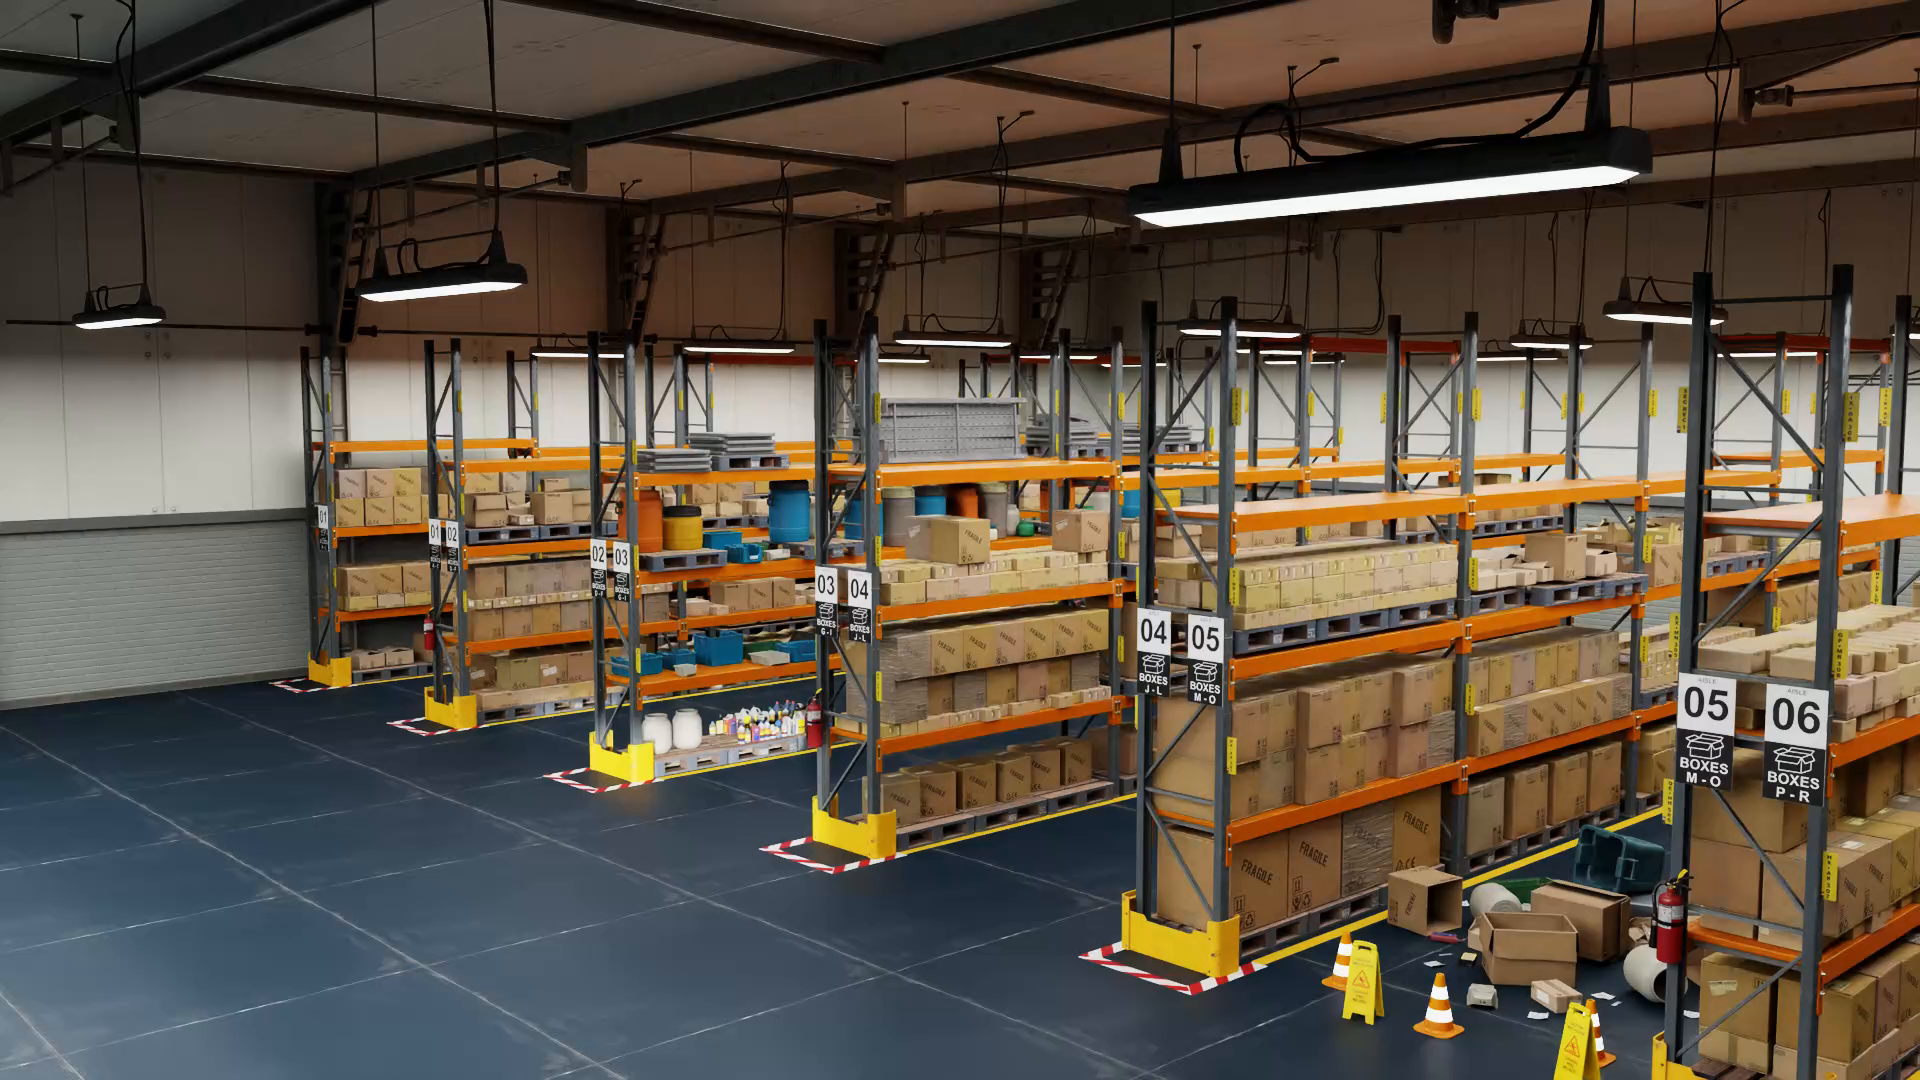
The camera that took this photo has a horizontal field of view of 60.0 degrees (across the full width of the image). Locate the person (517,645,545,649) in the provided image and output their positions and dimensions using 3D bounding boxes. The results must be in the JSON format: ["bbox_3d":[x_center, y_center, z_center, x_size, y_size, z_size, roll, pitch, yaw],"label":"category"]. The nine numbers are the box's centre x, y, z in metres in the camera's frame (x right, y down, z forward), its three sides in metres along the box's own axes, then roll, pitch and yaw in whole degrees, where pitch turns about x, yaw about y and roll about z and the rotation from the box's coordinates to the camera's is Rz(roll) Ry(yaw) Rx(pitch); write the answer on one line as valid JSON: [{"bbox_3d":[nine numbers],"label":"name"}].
[{"bbox_3d":[-7.431,1.761,28.780,0.661,1.803,0.582,-2,5,-19],"label":"person"}]
